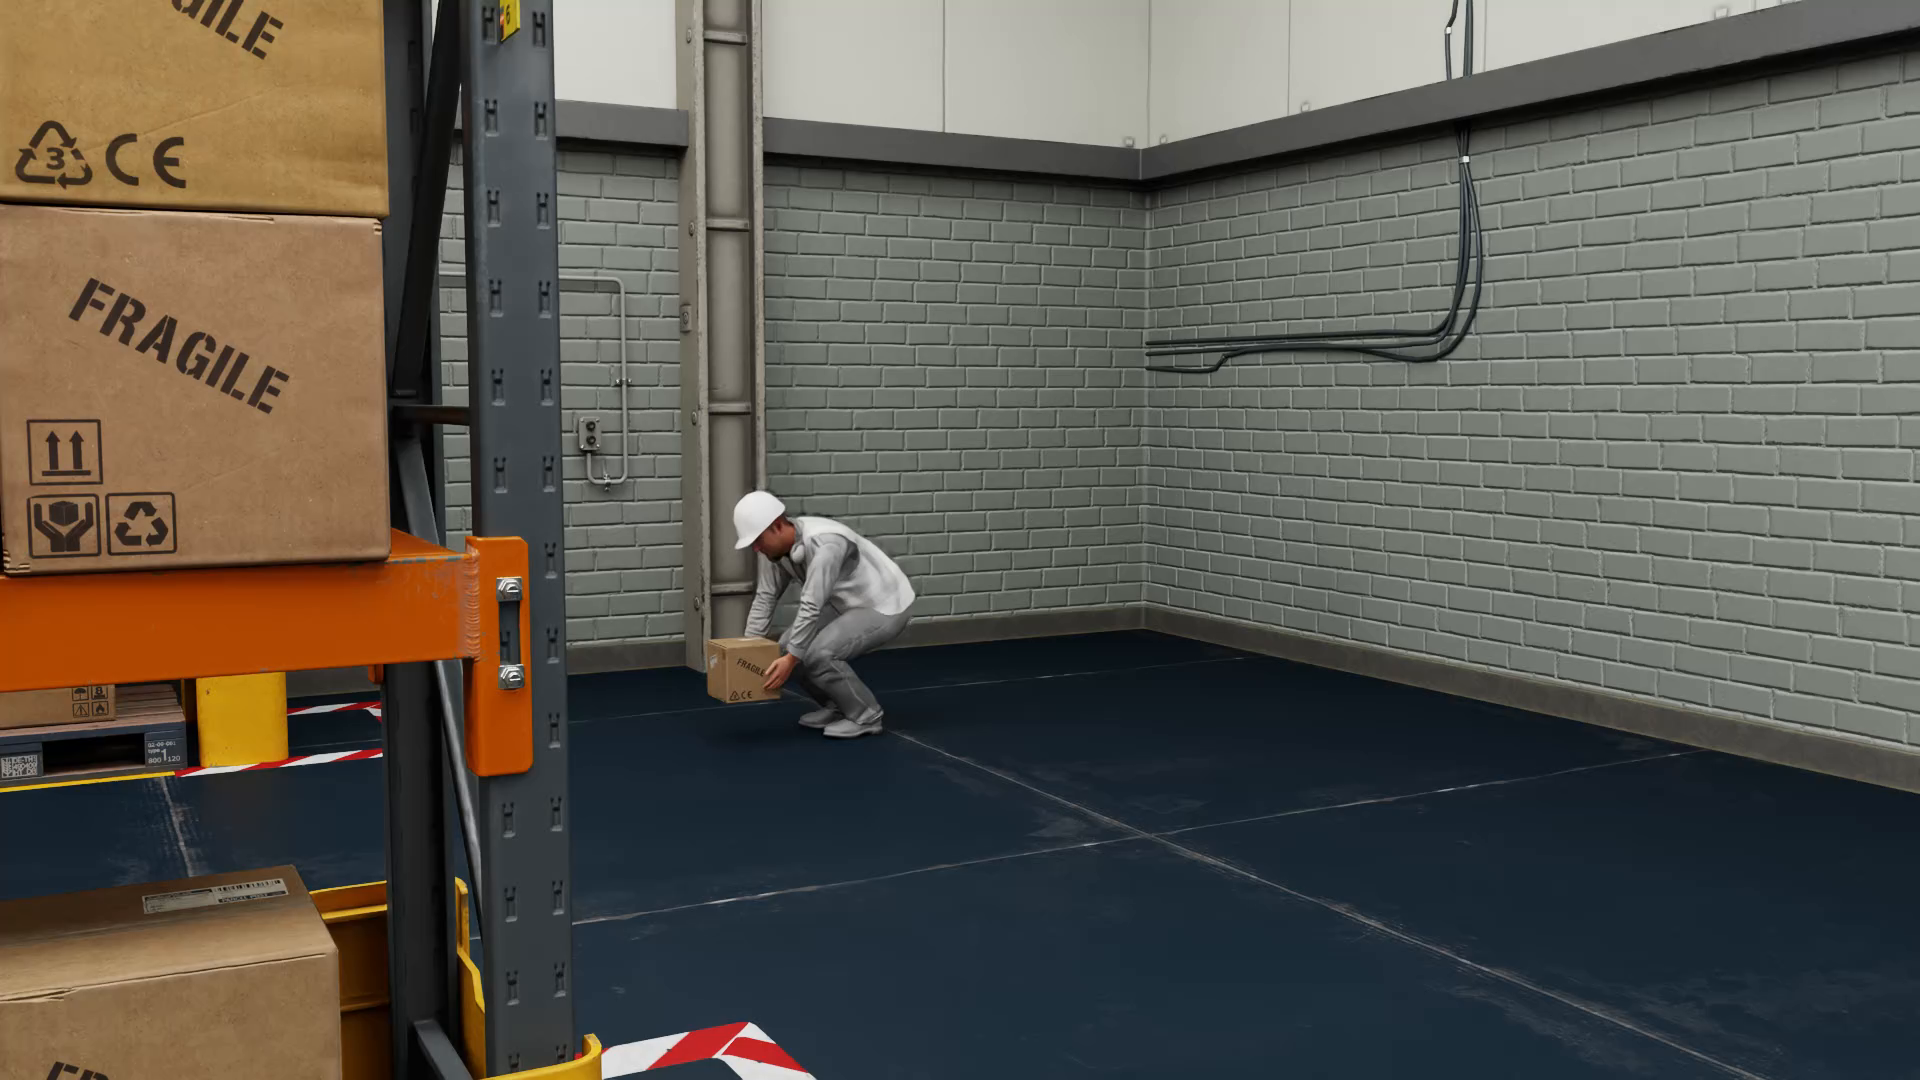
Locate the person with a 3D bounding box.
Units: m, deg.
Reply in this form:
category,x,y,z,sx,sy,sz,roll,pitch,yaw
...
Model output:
category,x,y,z,sx,sy,sz,roll,pitch,yaw
person,-0.621,0.330,7.554,0.866,1.125,0.557,-3,6,-29
